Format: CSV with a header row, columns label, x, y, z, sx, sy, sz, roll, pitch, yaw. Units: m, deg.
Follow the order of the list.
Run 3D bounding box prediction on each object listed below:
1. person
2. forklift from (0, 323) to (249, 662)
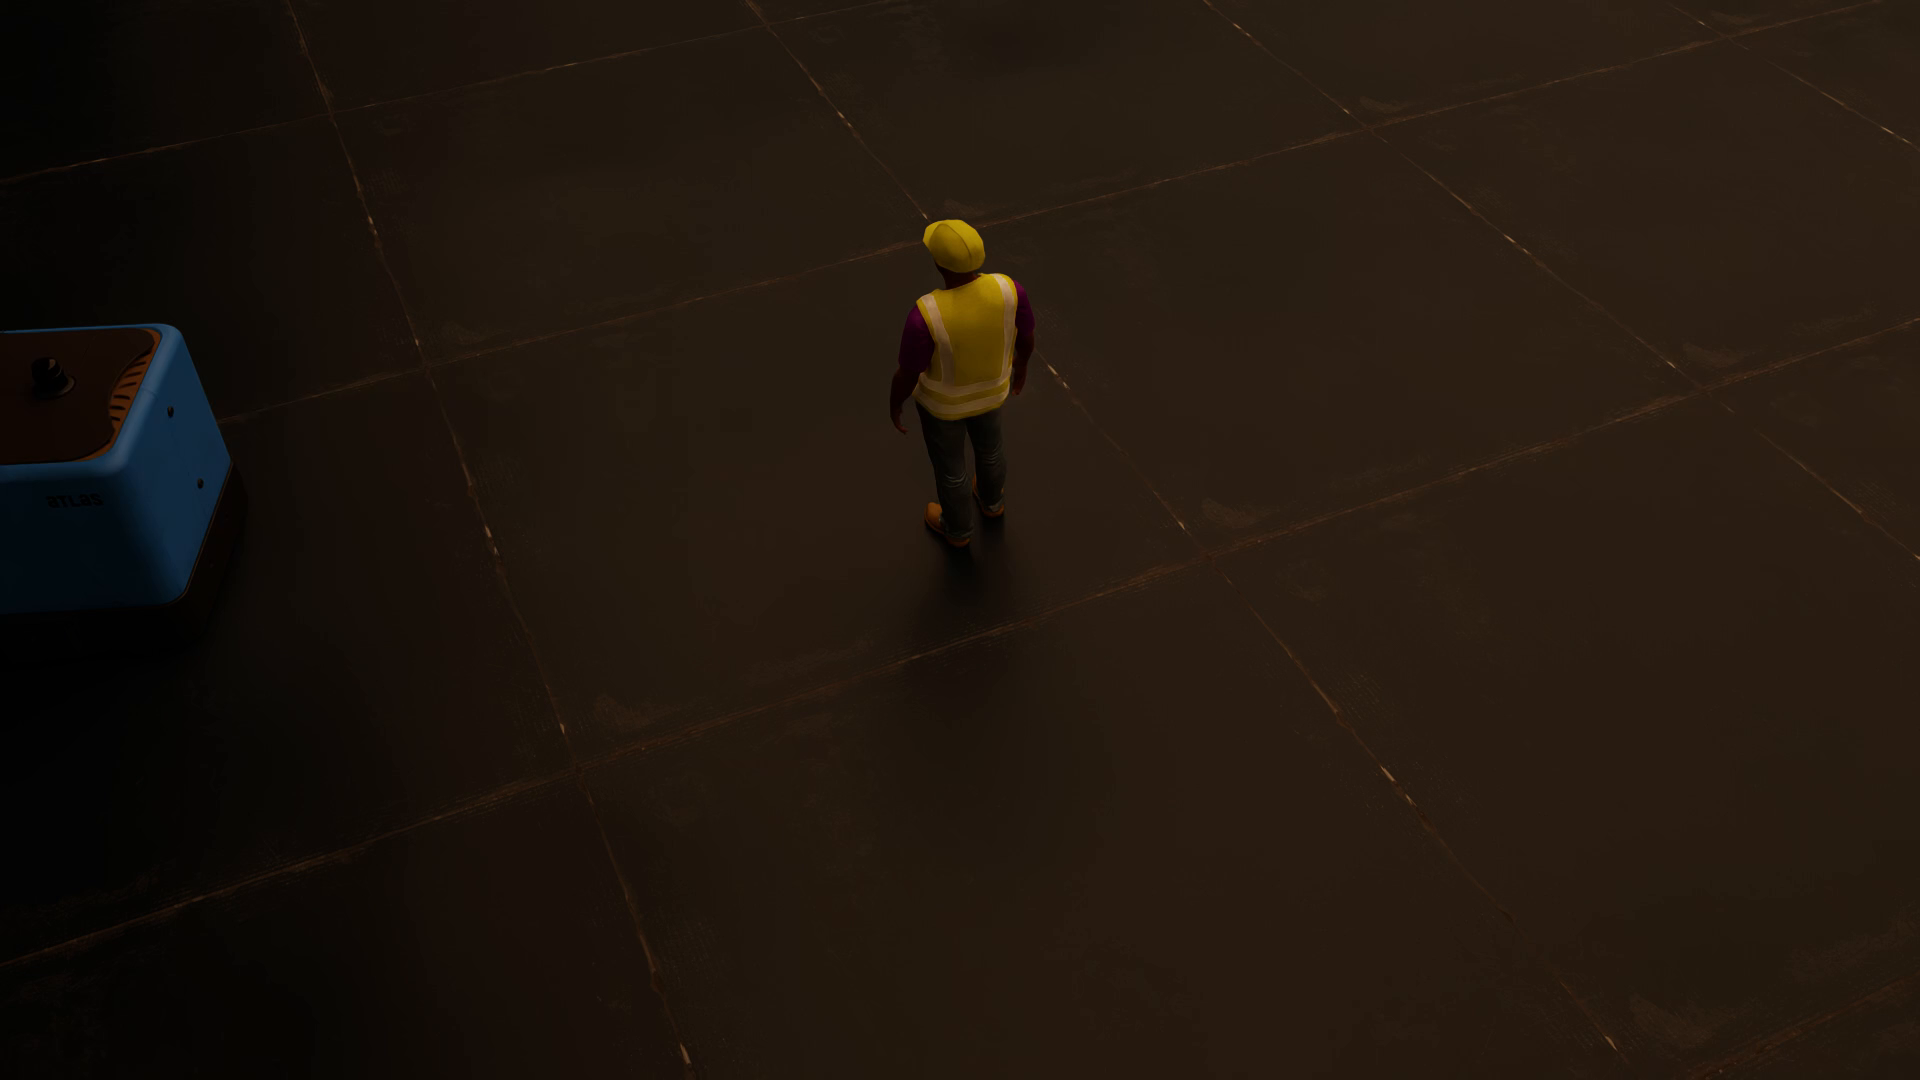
label,x,y,z,sx,sy,sz,roll,pitch,yaw
person,-0.024,-0.696,7.269,0.665,1.768,0.575,-18,46,-18
forklift,-4.862,-0.831,6.571,3.031,2.935,1.130,-3,43,-4
